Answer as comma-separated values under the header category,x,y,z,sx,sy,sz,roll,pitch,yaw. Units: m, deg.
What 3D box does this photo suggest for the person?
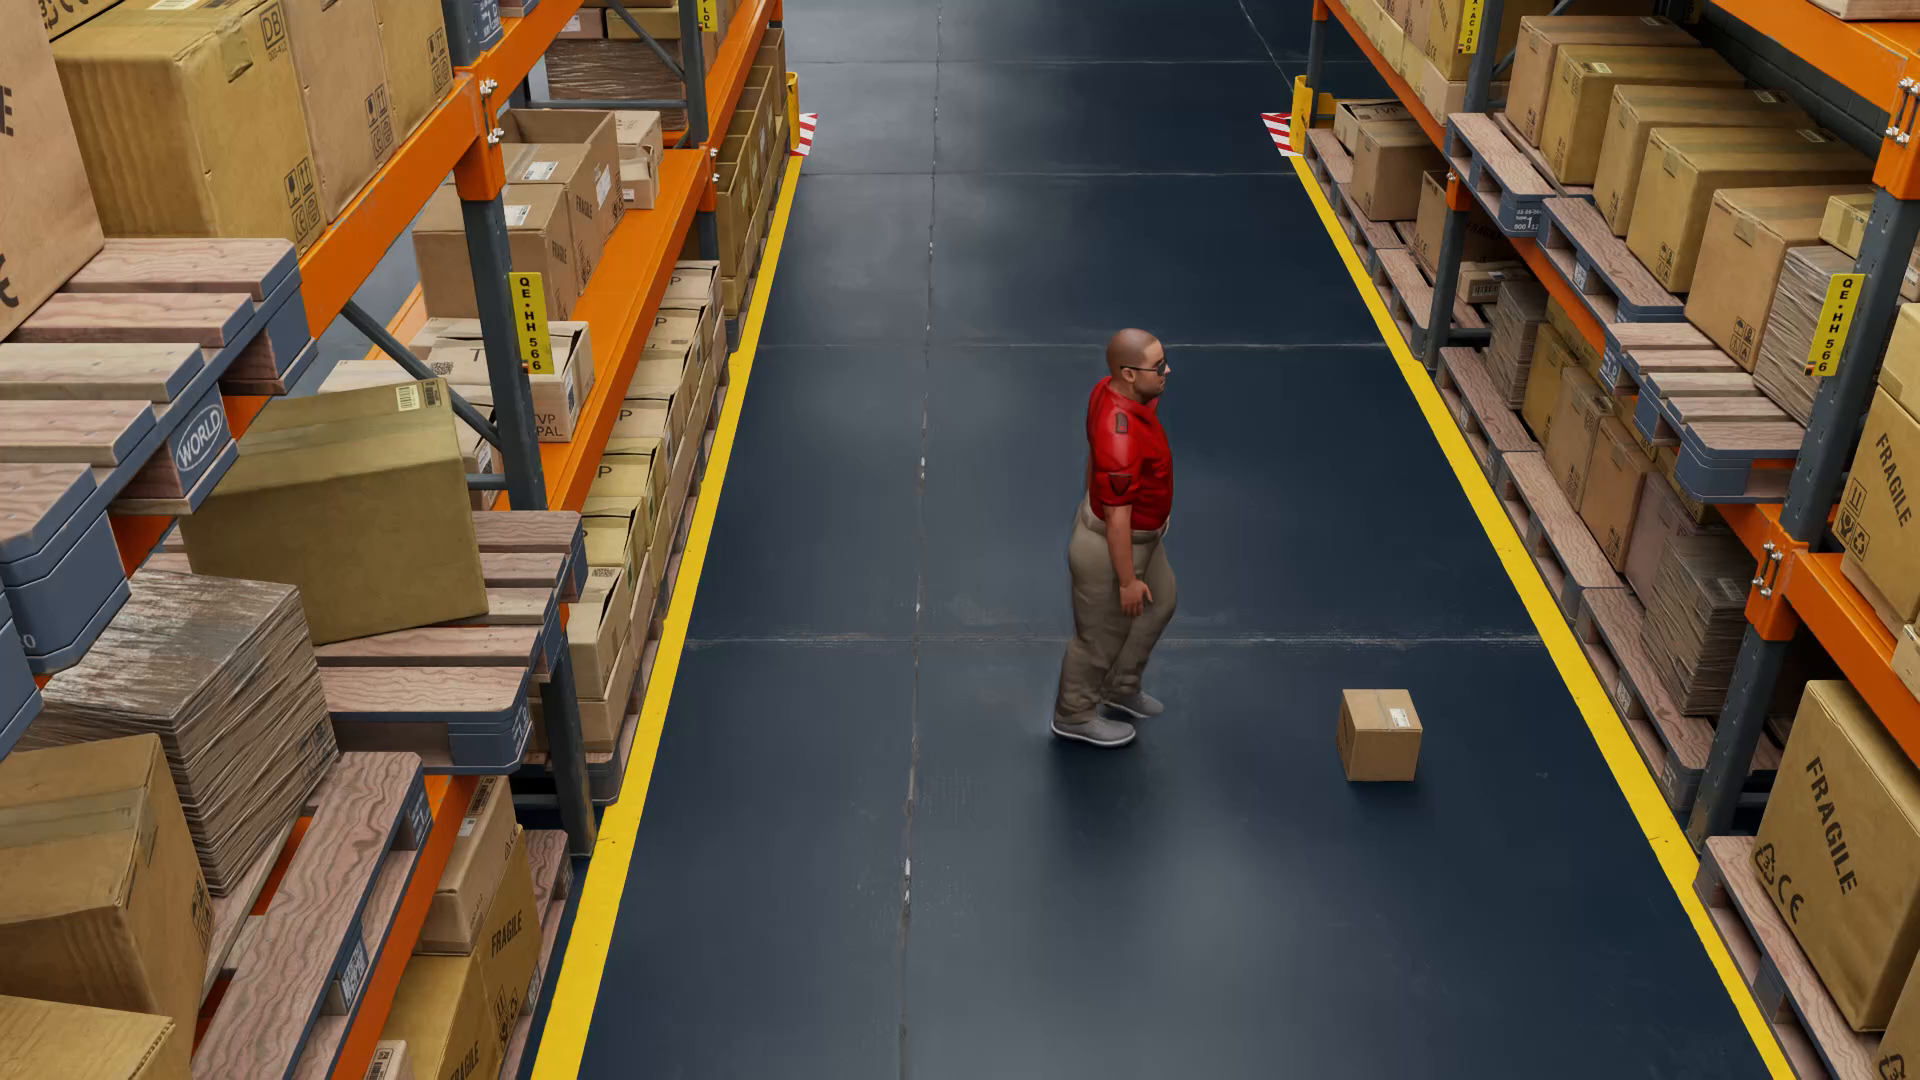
category,x,y,z,sx,sy,sz,roll,pitch,yaw
person,0.585,0.048,6.097,0.453,1.782,0.561,4,32,6
